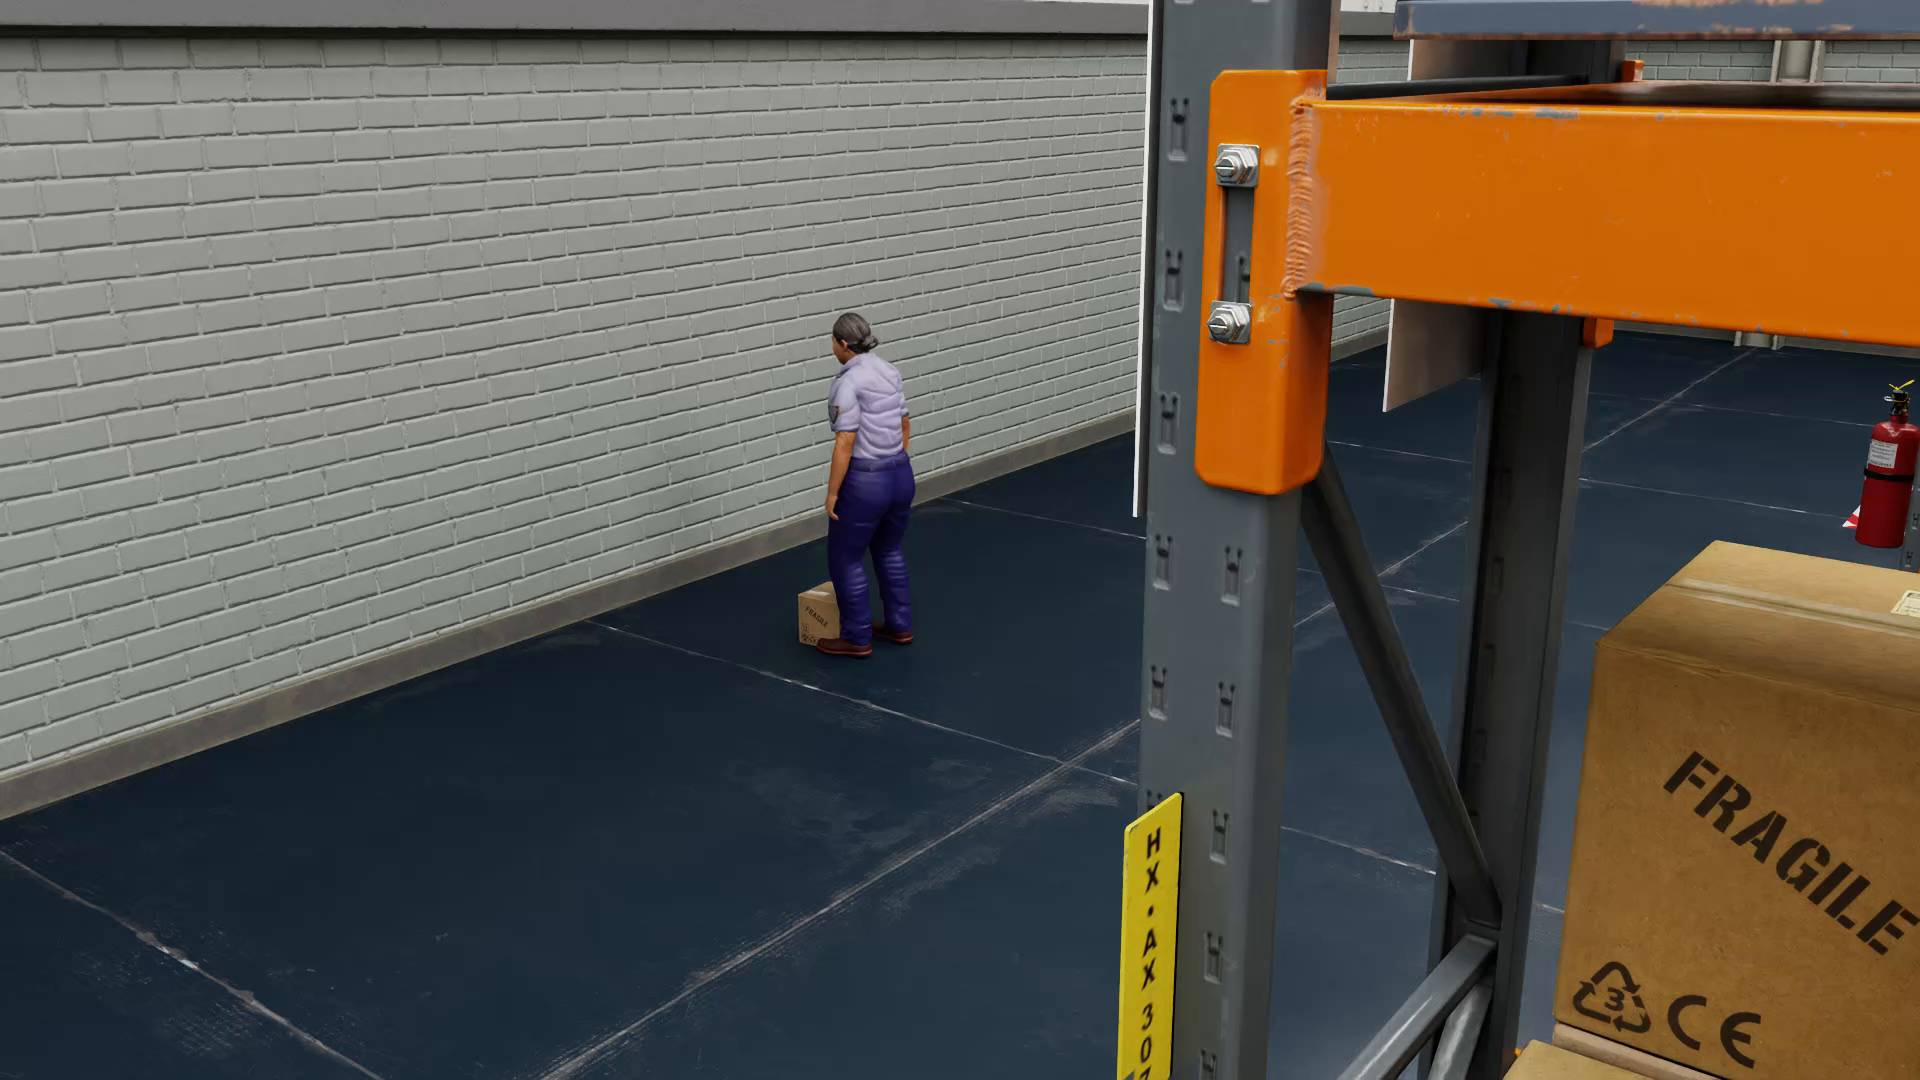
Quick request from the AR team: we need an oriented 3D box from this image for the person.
[{"bbox_3d":[-0.449,-0.259,7.918,0.414,1.652,0.543,12,20,35],"label":"person"}]
